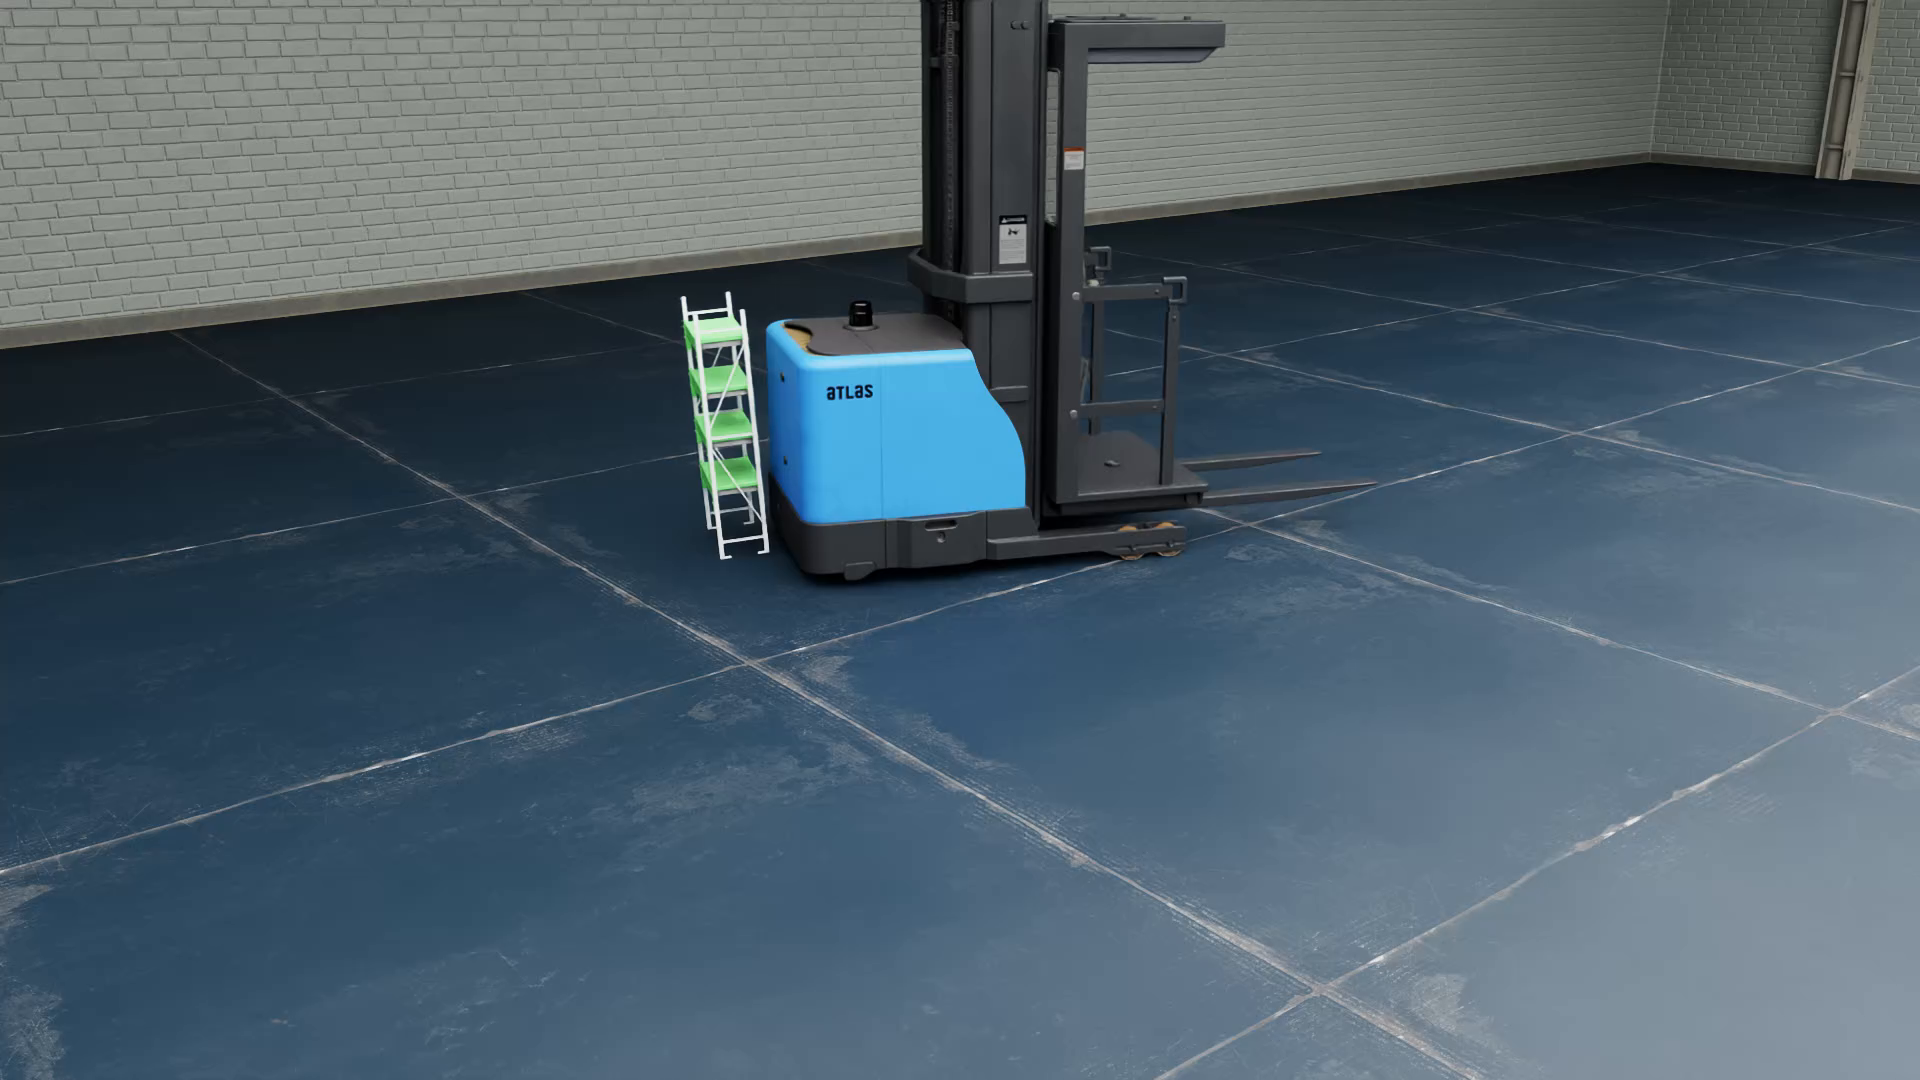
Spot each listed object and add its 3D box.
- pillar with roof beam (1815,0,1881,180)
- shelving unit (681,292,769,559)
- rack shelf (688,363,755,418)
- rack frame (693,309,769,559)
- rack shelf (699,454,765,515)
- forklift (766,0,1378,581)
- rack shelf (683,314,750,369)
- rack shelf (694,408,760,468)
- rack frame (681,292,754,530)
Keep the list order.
[{"bbox_3d":[9.423,-8.733,20.420,9.100,9.000,0.400,-14,23,-36],"label":"pillar with roof beam"},{"bbox_3d":[-1.149,-0.564,8.134,0.258,1.200,0.503,-8,20,-13],"label":"shelving unit"},{"bbox_3d":[-1.159,-0.730,8.076,0.258,0.148,0.480,-8,20,-13],"label":"rack shelf"},{"bbox_3d":[-1.084,-0.490,7.910,0.240,1.200,0.015,-8,20,-13],"label":"rack frame"},{"bbox_3d":[-1.131,-0.278,8.233,0.258,0.148,0.480,-8,20,-13],"label":"rack shelf"},{"bbox_3d":[0.604,-1.445,8.064,3.031,2.935,1.130,-5,19,-15],"label":"forklift"},{"bbox_3d":[-1.173,-0.956,7.997,0.258,0.148,0.480,-8,20,-13],"label":"rack shelf"},{"bbox_3d":[-1.145,-0.504,8.154,0.258,0.148,0.480,-8,20,-13],"label":"rack shelf"},{"bbox_3d":[-1.213,-0.638,8.357,0.240,1.200,0.015,-8,20,-13],"label":"rack frame"}]
